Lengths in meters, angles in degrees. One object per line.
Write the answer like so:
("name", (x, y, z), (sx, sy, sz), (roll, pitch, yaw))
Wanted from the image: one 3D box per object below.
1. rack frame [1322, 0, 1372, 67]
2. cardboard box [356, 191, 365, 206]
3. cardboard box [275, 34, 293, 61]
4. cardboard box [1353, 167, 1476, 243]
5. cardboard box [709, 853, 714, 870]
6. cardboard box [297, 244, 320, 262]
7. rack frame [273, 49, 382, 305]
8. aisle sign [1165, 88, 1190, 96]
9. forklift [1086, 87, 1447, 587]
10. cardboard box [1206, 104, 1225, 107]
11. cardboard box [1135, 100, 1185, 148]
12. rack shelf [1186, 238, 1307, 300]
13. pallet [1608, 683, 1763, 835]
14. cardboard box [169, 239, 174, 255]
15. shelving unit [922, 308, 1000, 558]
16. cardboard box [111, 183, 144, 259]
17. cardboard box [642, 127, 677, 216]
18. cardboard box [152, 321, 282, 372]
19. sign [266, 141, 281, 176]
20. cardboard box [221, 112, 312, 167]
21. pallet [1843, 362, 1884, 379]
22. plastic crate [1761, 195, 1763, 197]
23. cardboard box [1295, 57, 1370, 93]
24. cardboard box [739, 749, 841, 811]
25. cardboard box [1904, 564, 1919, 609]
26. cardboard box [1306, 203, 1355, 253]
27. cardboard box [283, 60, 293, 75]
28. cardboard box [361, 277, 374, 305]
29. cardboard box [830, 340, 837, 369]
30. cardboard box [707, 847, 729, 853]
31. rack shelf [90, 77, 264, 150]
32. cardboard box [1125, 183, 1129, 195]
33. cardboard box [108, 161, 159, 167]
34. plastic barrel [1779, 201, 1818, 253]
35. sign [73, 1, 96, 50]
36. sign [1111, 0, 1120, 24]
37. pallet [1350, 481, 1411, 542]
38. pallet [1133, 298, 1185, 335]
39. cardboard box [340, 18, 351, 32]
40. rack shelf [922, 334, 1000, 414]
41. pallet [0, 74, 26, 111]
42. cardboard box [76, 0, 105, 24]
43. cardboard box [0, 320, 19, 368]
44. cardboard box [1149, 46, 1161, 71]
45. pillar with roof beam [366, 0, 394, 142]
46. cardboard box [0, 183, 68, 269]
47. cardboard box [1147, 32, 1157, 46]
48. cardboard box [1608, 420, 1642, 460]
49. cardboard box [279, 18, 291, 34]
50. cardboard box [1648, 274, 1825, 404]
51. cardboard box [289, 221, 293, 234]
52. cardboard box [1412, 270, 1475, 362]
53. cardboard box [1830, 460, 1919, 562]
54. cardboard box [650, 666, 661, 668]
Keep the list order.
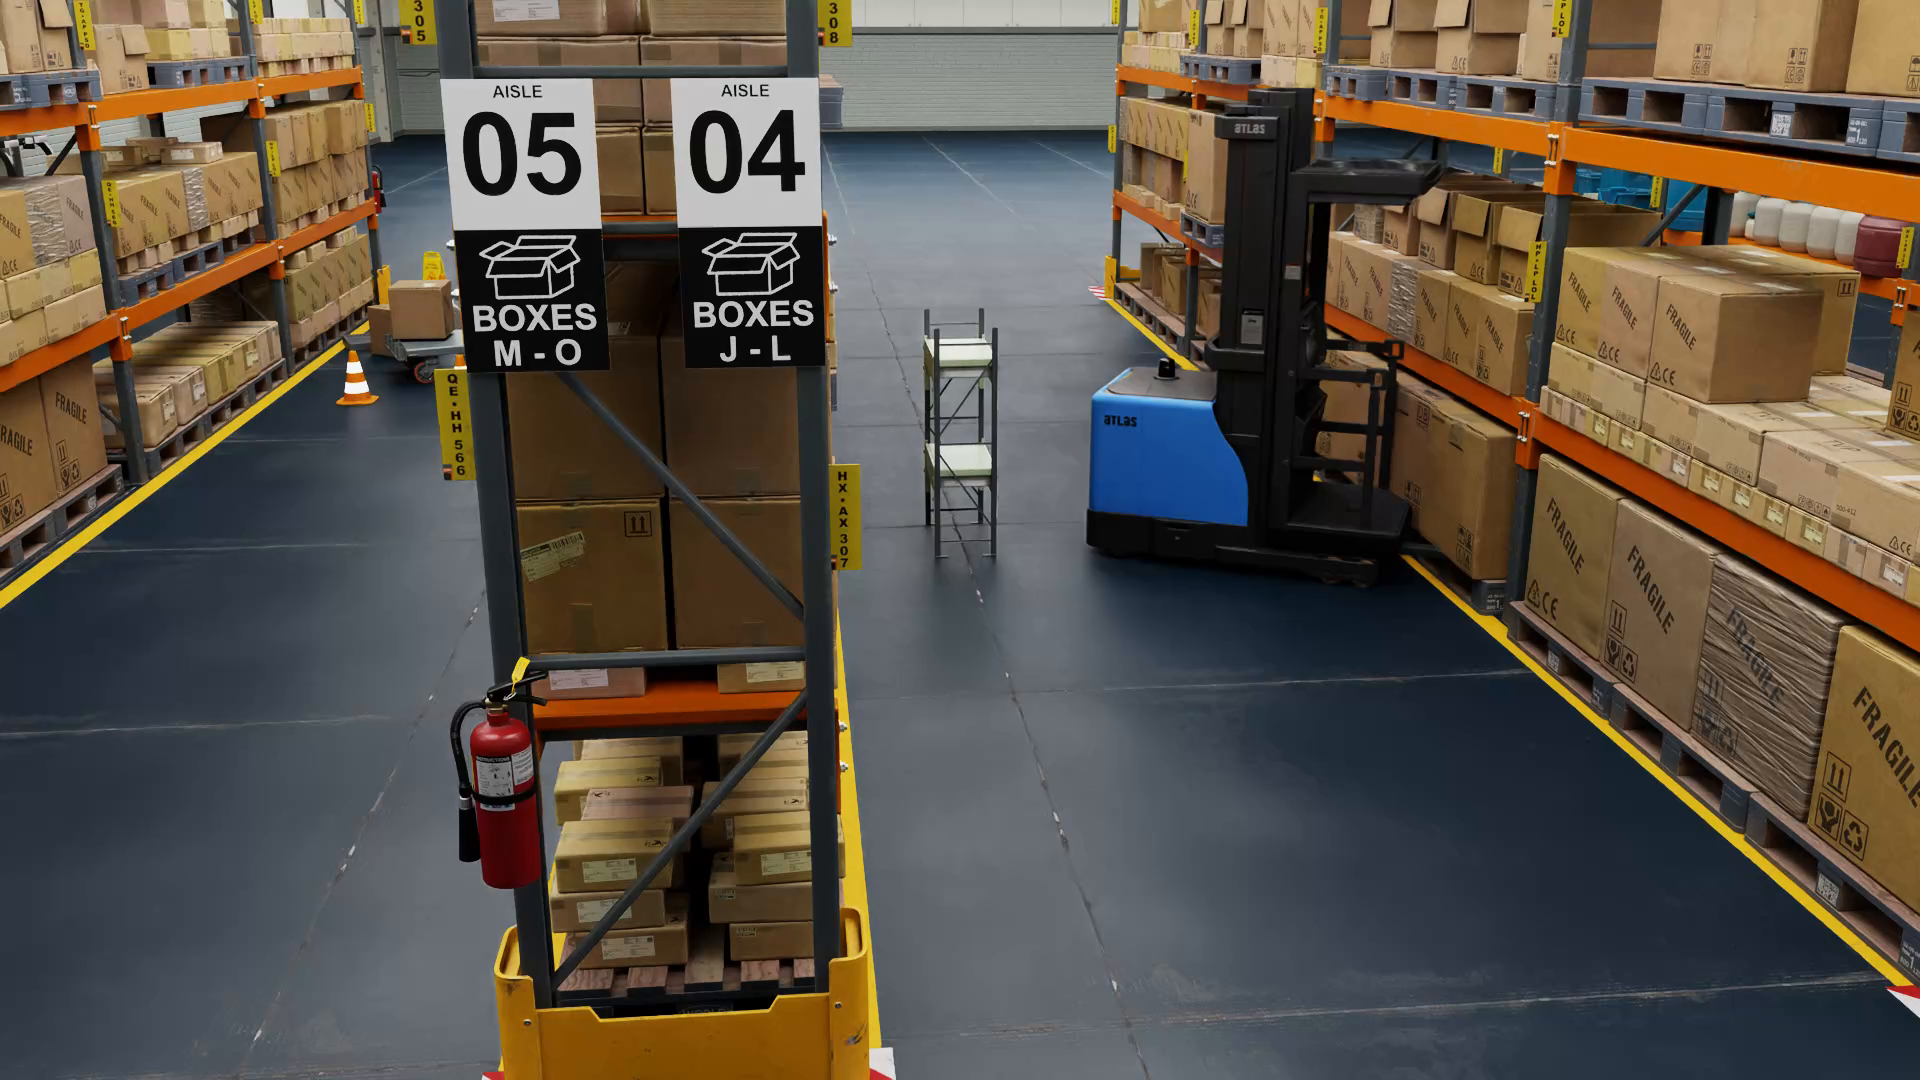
("rack frame", (3.235, -5.005, 12.096), (1.000, 3.000, 0.127), (-2, 18, -6))
("cardboard box", (-7.059, -3.923, 19.085), (0.380, 0.149, 0.250), (-2, 18, -6))
("cardboard box", (-6.870, -4.823, 16.277), (0.500, 0.250, 0.500), (-2, 18, -6))
("cardboard box", (3.294, -2.451, 12.133), (0.797, 0.503, 0.637), (-1, 17, -4))
("cardboard box", (-0.760, 1.209, 6.378), (0.380, 0.149, 0.250), (-2, 17, -5))
("cardboard box", (-6.835, -2.960, 17.153), (0.380, 0.149, 0.250), (-1, 17, -4))
("rack frame", (-7.447, -4.220, 19.611), (1.000, 3.000, 0.127), (-2, 18, -6))
("aisle sign", (2.702, -5.794, 20.285), (0.394, 0.787, 0.004), (-2, 18, -6))
("forklift", (2.397, -1.287, 10.382), (3.031, 2.935, 1.130), (6, 18, 19))
("cardboard box", (2.925, -4.441, 17.982), (0.500, 0.500, 0.500), (-2, 18, -6))
("cardboard box", (2.293, -4.722, 18.879), (0.500, 0.500, 0.500), (-2, 18, -6))
("rack shelf", (3.029, -2.395, 15.000), (1.077, 0.370, 4.000), (-2, 18, -6))
("pallet", (3.777, 0.973, 7.726), (1.003, 0.211, 1.213), (-2, 18, -6))
("cardboard box", (-6.559, -2.340, 13.340), (0.380, 0.149, 0.250), (-1, 17, -2))
("shelving unit", (-0.001, -0.718, 10.959), (0.431, 1.500, 0.755), (-2, 18, -6))
("cardboard box", (-6.438, -2.368, 12.346), (0.500, 0.500, 0.500), (-2, 18, -7))
("cardboard box", (-0.676, -1.137, 5.034), (0.500, 0.250, 0.500), (-1, 17, -4))
("cardboard box", (-6.978, -1.819, 15.648), (0.950, 0.372, 0.625), (-2, 17, -5))
("sign", (-6.483, -3.599, 15.700), (0.100, 0.325, 0.005), (-2, 18, -6))
("cardboard box", (-6.895, -3.986, 16.531), (0.700, 0.500, 0.500), (-2, 18, -5))
("pallet", (7.998, -1.560, 15.793), (1.003, 0.211, 1.213), (-2, 18, -6))
("plastic crate", (8.103, -3.383, 16.839), (0.402, 0.464, 0.583), (-2, 18, -6))
("cardboard box", (2.942, -3.636, 12.994), (0.500, 0.250, 0.500), (-2, 18, -6))
("cardboard box", (-0.646, 0.916, 6.317), (0.380, 0.149, 0.250), (-2, 18, -6))
("cardboard box", (3.668, 0.187, 5.992), (0.380, 0.149, 0.250), (-2, 18, -5))
("cardboard box", (3.140, -2.550, 13.425), (0.500, 0.500, 0.500), (-4, 18, -12))
("cardboard box", (-6.932, -4.746, 16.698), (0.380, 0.149, 0.250), (-2, 18, -7))
("cardboard box", (-7.094, -2.869, 19.197), (0.500, 0.250, 0.500), (-2, 18, -6))
("cardboard box", (-0.879, -1.040, 9.200), (0.380, 0.149, 0.250), (-3, 18, -8))
("cardboard box", (-0.768, 1.064, 6.341), (0.380, 0.149, 0.250), (-2, 17, -5))
("rack shelf", (-6.828, -3.520, 13.575), (1.077, 0.370, 4.000), (-2, 18, -6))
("cardboard box", (2.209, -4.239, 20.091), (0.380, 0.149, 0.250), (-2, 18, -6))
("cardboard box", (-7.182, -2.973, 14.274), (0.500, 0.500, 0.500), (-2, 18, -6))
("plastic barrel", (7.750, -2.913, 15.221), (0.433, 0.535, 0.433), (0, 17, 0))
("sign", (-6.069, -3.567, 11.527), (0.100, 0.325, 0.005), (-2, 18, -6))
("sign", (1.870, -6.357, 19.952), (0.100, 0.325, 0.005), (-2, 18, -6))
("pallet", (3.364, -0.212, 11.501), (1.003, 0.211, 1.213), (-2, 18, -6))
("pallet", (2.589, -2.567, 19.002), (1.003, 0.211, 1.213), (-2, 18, -6))
("cardboard box", (-7.119, -5.820, 18.788), (0.380, 0.149, 0.250), (-2, 18, -5))
("rack shelf", (-0.001, -1.090, 10.842), (0.431, 0.370, 0.720), (-2, 18, -6))
("pallet", (-6.385, -2.654, 9.931), (1.003, 0.211, 1.213), (-1, 17, -3))
("cardboard box", (-7.312, -4.492, 14.184), (0.500, 0.250, 0.500), (-2, 18, -7))
("cardboard box", (-6.127, -1.169, 10.143), (0.500, 0.250, 0.500), (-2, 18, -7))
("cardboard box", (2.368, -5.278, 18.224), (0.500, 0.250, 0.500), (-1, 17, -4))
("pillar with roof beam", (-12.021, -15.764, 46.365), (9.100, 9.000, 0.400), (-2, 18, -6))
("cardboard box", (-6.247, -2.063, 10.903), (0.500, 0.500, 0.500), (-1, 17, -5))
("cardboard box", (2.309, -5.598, 18.578), (0.380, 0.149, 0.250), (-3, 18, -8))
("cardboard box", (3.431, -0.498, 8.174), (0.380, 0.149, 0.250), (-2, 18, -7))
("cardboard box", (-6.817, -5.059, 16.362), (0.380, 0.149, 0.250), (-2, 18, -6))
("cardboard box", (3.544, -0.927, 7.623), (0.500, 0.500, 0.500), (-2, 18, -7))
("cardboard box", (-6.826, -3.086, 16.418), (0.380, 0.149, 0.250), (-1, 17, -4))
("cardboard box", (3.223, -1.433, 10.566), (0.500, 0.500, 0.500), (-2, 18, -6))
("cardboard box", (3.695, -0.117, 6.295), (0.500, 0.250, 0.500), (-2, 18, -7))
("cardboard box", (-1.187, 0.320, 5.569), (0.380, 0.149, 0.250), (-2, 18, -6))
